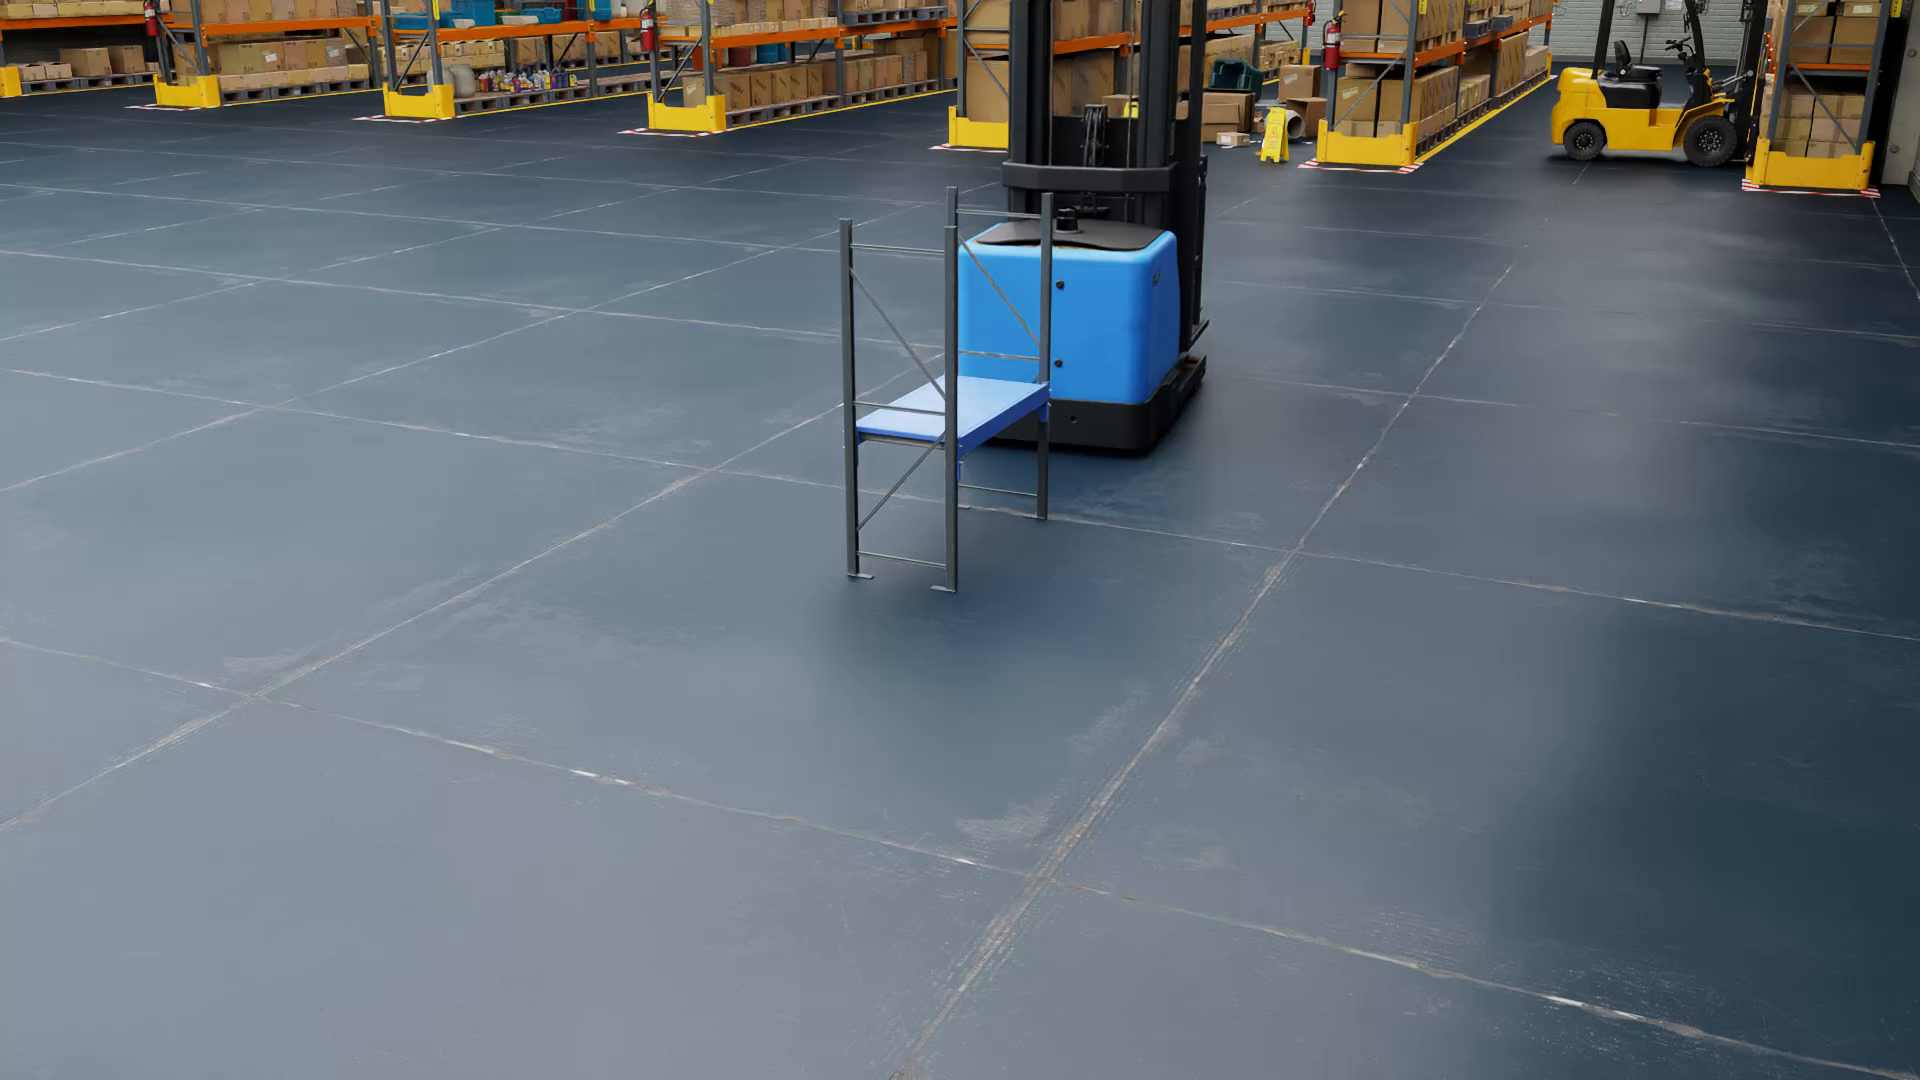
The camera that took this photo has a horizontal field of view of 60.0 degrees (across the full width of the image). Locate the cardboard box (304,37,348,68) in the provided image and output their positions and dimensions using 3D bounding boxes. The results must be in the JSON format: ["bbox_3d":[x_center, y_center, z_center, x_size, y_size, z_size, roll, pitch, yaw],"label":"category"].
[{"bbox_3d":[-11.645,-8.958,30.539,0.500,0.500,0.500,9,21,23],"label":"cardboard box"}]

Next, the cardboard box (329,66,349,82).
[{"bbox_3d":[-11.643,-8.605,30.664,0.500,0.250,0.500,9,21,23],"label":"cardboard box"}]

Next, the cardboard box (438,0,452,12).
[{"bbox_3d":[-10.473,-10.780,33.156,0.500,0.500,0.500,7,21,20],"label":"cardboard box"}]

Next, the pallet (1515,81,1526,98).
[{"bbox_3d":[9.667,-8.191,30.185,1.003,0.211,1.213,9,21,23],"label":"pallet"}]

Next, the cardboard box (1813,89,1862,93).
[{"bbox_3d":[10.101,-5.050,19.178,0.500,0.250,0.500,9,21,23],"label":"cardboard box"}]

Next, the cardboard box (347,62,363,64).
[{"bbox_3d":[-11.534,-9.094,32.041,0.500,0.250,0.500,8,21,22],"label":"cardboard box"}]

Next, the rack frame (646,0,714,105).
[{"bbox_3d":[-4.041,-7.442,23.919,1.000,3.000,0.127,9,21,23],"label":"rack frame"}]

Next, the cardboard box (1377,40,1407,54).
[{"bbox_3d":[5.328,-6.040,20.350,0.380,0.149,0.250,9,21,23],"label":"cardboard box"}]

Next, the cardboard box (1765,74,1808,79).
[{"bbox_3d":[10.684,-5.894,21.550,0.500,0.250,0.500,8,21,22],"label":"cardboard box"}]

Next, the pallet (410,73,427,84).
[{"bbox_3d":[-10.675,-9.317,33.351,1.003,0.211,1.213,9,21,23],"label":"pallet"}]

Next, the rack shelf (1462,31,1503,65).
[{"bbox_3d":[7.457,-7.578,25.374,1.077,0.370,4.000,9,21,23],"label":"rack shelf"}]

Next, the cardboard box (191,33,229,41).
[{"bbox_3d":[-15.497,-10.449,34.329,0.500,0.250,0.500,8,21,22],"label":"cardboard box"}]

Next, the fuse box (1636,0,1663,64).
[{"bbox_3d":[15.696,-11.761,37.985,0.539,1.711,0.414,9,21,23],"label":"fuse box"}]

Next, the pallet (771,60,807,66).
[{"bbox_3d":[-4.000,-10.246,35.965,1.003,0.211,1.213,9,21,23],"label":"pallet"}]

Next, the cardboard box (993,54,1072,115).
[{"bbox_3d":[1.018,-6.413,23.570,0.875,0.875,0.875,8,21,22],"label":"cardboard box"}]

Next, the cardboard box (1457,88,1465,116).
[{"bbox_3d":[6.850,-6.426,24.356,0.950,0.372,0.625,9,21,23],"label":"cardboard box"}]

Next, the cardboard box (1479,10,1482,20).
[{"bbox_3d":[7.556,-7.831,24.760,0.380,0.149,0.250,9,21,23],"label":"cardboard box"}]

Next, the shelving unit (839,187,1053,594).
[{"bbox_3d":[-0.035,-0.681,7.144,0.538,1.500,1.048,9,21,23],"label":"shelving unit"}]

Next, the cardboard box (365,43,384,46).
[{"bbox_3d":[-11.328,-9.515,32.387,0.500,0.311,0.500,9,22,24],"label":"cardboard box"}]

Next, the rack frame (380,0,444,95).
[{"bbox_3d":[-8.560,-8.122,25.830,1.000,3.000,0.127,9,21,23],"label":"rack frame"}]

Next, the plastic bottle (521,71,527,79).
[{"bbox_3d":[-7.580,-8.016,28.947,0.097,0.271,0.097,0,20,0],"label":"plastic bottle"}]

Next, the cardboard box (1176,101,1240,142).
[{"bbox_3d":[3.410,-5.791,23.001,0.797,0.503,0.637,-5,20,-15],"label":"cardboard box"}]

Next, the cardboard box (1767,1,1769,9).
[{"bbox_3d":[13.508,-8.801,26.962,0.700,0.500,0.500,8,21,22],"label":"cardboard box"}]

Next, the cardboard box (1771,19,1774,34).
[{"bbox_3d":[12.191,-7.522,24.368,0.500,0.250,0.500,8,21,22],"label":"cardboard box"}]

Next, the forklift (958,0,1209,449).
[{"bbox_3d":[0.878,-2.309,9.587,1.130,2.935,3.031,6,20,16],"label":"forklift"}]

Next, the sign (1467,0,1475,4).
[{"bbox_3d":[7.136,-7.641,23.186,0.100,0.325,0.005,9,21,23],"label":"sign"}]

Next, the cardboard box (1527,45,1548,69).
[{"bbox_3d":[11.373,-9.749,33.602,0.875,0.438,0.875,8,21,21],"label":"cardboard box"}]

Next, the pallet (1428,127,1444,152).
[{"bbox_3d":[5.897,-5.407,22.358,1.003,0.211,1.213,9,21,23],"label":"pallet"}]

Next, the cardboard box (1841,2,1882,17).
[{"bbox_3d":[9.906,-5.823,18.250,0.380,0.149,0.250,8,21,21],"label":"cardboard box"}]

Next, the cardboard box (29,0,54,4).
[{"bbox_3d":[-16.917,-10.028,30.264,0.500,0.500,0.500,9,21,23],"label":"cardboard box"}]

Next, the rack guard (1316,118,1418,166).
[{"bbox_3d":[5.031,-4.928,20.580,1.175,0.500,0.348,9,21,23],"label":"rack guard"}]

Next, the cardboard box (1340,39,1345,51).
[{"bbox_3d":[4.961,-6.201,20.802,0.380,0.149,0.250,8,21,22],"label":"cardboard box"}]

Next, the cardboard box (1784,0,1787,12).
[{"bbox_3d":[9.919,-6.295,19.576,0.380,0.149,0.250,9,21,23],"label":"cardboard box"}]

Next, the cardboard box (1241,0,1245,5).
[{"bbox_3d":[5.165,-10.175,31.350,0.380,0.149,0.250,8,21,23],"label":"cardboard box"}]

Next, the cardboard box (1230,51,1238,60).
[{"bbox_3d":[4.859,-8.846,30.968,0.500,0.500,0.500,8,21,22],"label":"cardboard box"}]

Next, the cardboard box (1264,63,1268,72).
[{"bbox_3d":[5.908,-9.402,33.059,0.380,0.149,0.250,9,22,24],"label":"cardboard box"}]

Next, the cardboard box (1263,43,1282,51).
[{"bbox_3d":[6.431,-10.169,34.327,0.380,0.149,0.250,8,21,21],"label":"cardboard box"}]

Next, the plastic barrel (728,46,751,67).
[{"bbox_3d":[-4.636,-10.126,34.438,0.600,0.588,0.708,9,21,23],"label":"plastic barrel"}]

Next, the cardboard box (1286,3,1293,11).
[{"bbox_3d":[6.676,-11.058,34.460,0.380,0.149,0.250,8,21,20],"label":"cardboard box"}]

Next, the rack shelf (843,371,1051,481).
[{"bbox_3d":[-0.035,-0.511,7.204,0.538,0.185,1.000,9,21,23],"label":"rack shelf"}]

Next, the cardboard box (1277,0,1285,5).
[{"bbox_3d":[6.224,-11.005,33.343,0.500,0.500,0.500,8,21,22],"label":"cardboard box"}]

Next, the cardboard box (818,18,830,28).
[{"bbox_3d":[-2.334,-8.366,26.890,0.380,0.149,0.250,9,21,23],"label":"cardboard box"}]

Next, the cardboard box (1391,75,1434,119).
[{"bbox_3d":[5.802,-5.715,21.419,0.500,0.500,0.500,8,21,21],"label":"cardboard box"}]

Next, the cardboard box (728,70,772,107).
[{"bbox_3d":[-3.283,-7.027,25.856,0.500,0.500,0.500,11,22,28],"label":"cardboard box"}]

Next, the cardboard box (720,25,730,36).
[{"bbox_3d":[-3.587,-7.452,24.322,0.380,0.149,0.250,9,21,23],"label":"cardboard box"}]

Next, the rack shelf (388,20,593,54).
[{"bbox_3d":[-7.741,-8.394,27.670,1.077,0.370,4.000,9,21,23],"label":"rack shelf"}]

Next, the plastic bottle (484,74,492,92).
[{"bbox_3d":[-7.982,-7.730,28.125,0.061,0.283,0.133,9,21,23],"label":"plastic bottle"}]

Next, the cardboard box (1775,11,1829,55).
[{"bbox_3d":[9.922,-5.950,19.574,0.500,0.500,0.500,8,21,22],"label":"cardboard box"}]

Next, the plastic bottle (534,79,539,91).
[{"bbox_3d":[-7.227,-7.751,28.306,0.097,0.201,0.097,0,20,0],"label":"plastic bottle"}]

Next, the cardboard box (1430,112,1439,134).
[{"bbox_3d":[6.010,-5.517,21.982,0.500,0.250,0.500,10,22,26],"label":"cardboard box"}]

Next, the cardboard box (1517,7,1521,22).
[{"bbox_3d":[9.527,-9.201,29.089,0.500,0.250,0.500,8,21,21],"label":"cardboard box"}]

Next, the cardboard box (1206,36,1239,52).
[{"bbox_3d":[4.856,-9.191,30.822,0.500,0.250,0.500,8,21,20],"label":"cardboard box"}]

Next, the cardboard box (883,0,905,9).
[{"bbox_3d":[-1.202,-9.476,29.210,0.396,0.266,0.258,8,21,21],"label":"cardboard box"}]

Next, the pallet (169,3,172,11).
[{"bbox_3d":[-15.514,-10.827,33.724,1.003,0.211,1.213,9,21,23],"label":"pallet"}]

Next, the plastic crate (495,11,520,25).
[{"bbox_3d":[-7.735,-8.869,28.246,0.450,0.188,0.662,9,21,23],"label":"plastic crate"}]

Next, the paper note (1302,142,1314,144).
[{"bbox_3d":[4.747,-5.423,22.673,0.142,0.019,0.148,1,20,4],"label":"paper note"}]
